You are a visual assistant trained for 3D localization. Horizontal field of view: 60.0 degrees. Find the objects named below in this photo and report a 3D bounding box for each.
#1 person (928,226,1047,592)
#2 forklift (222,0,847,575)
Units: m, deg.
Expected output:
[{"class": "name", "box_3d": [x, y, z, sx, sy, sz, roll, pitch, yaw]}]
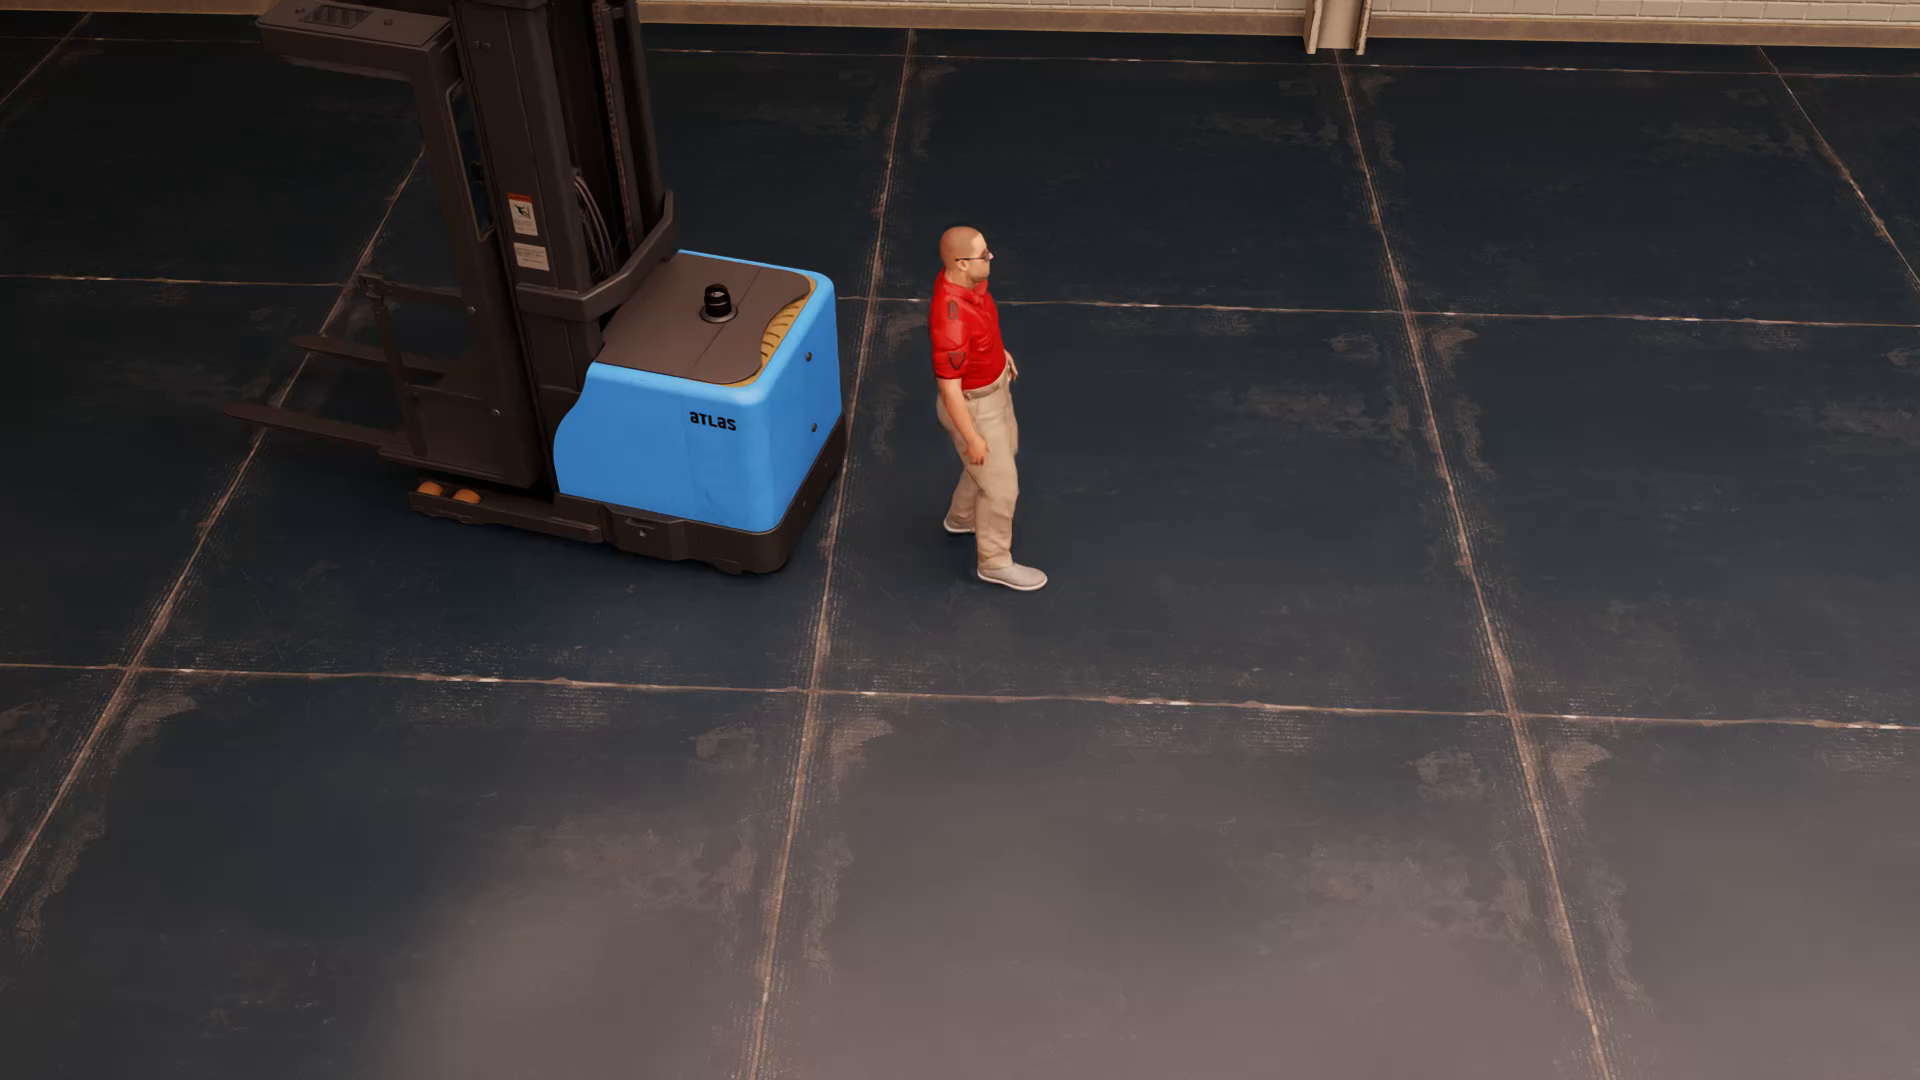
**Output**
[{"class": "person", "box_3d": [0.154, -0.611, 7.341, 0.566, 1.711, 0.687, 5, 43, 5]}, {"class": "forklift", "box_3d": [-2.141, -1.489, 7.373, 3.031, 2.935, 1.130, 11, 44, 12]}]
